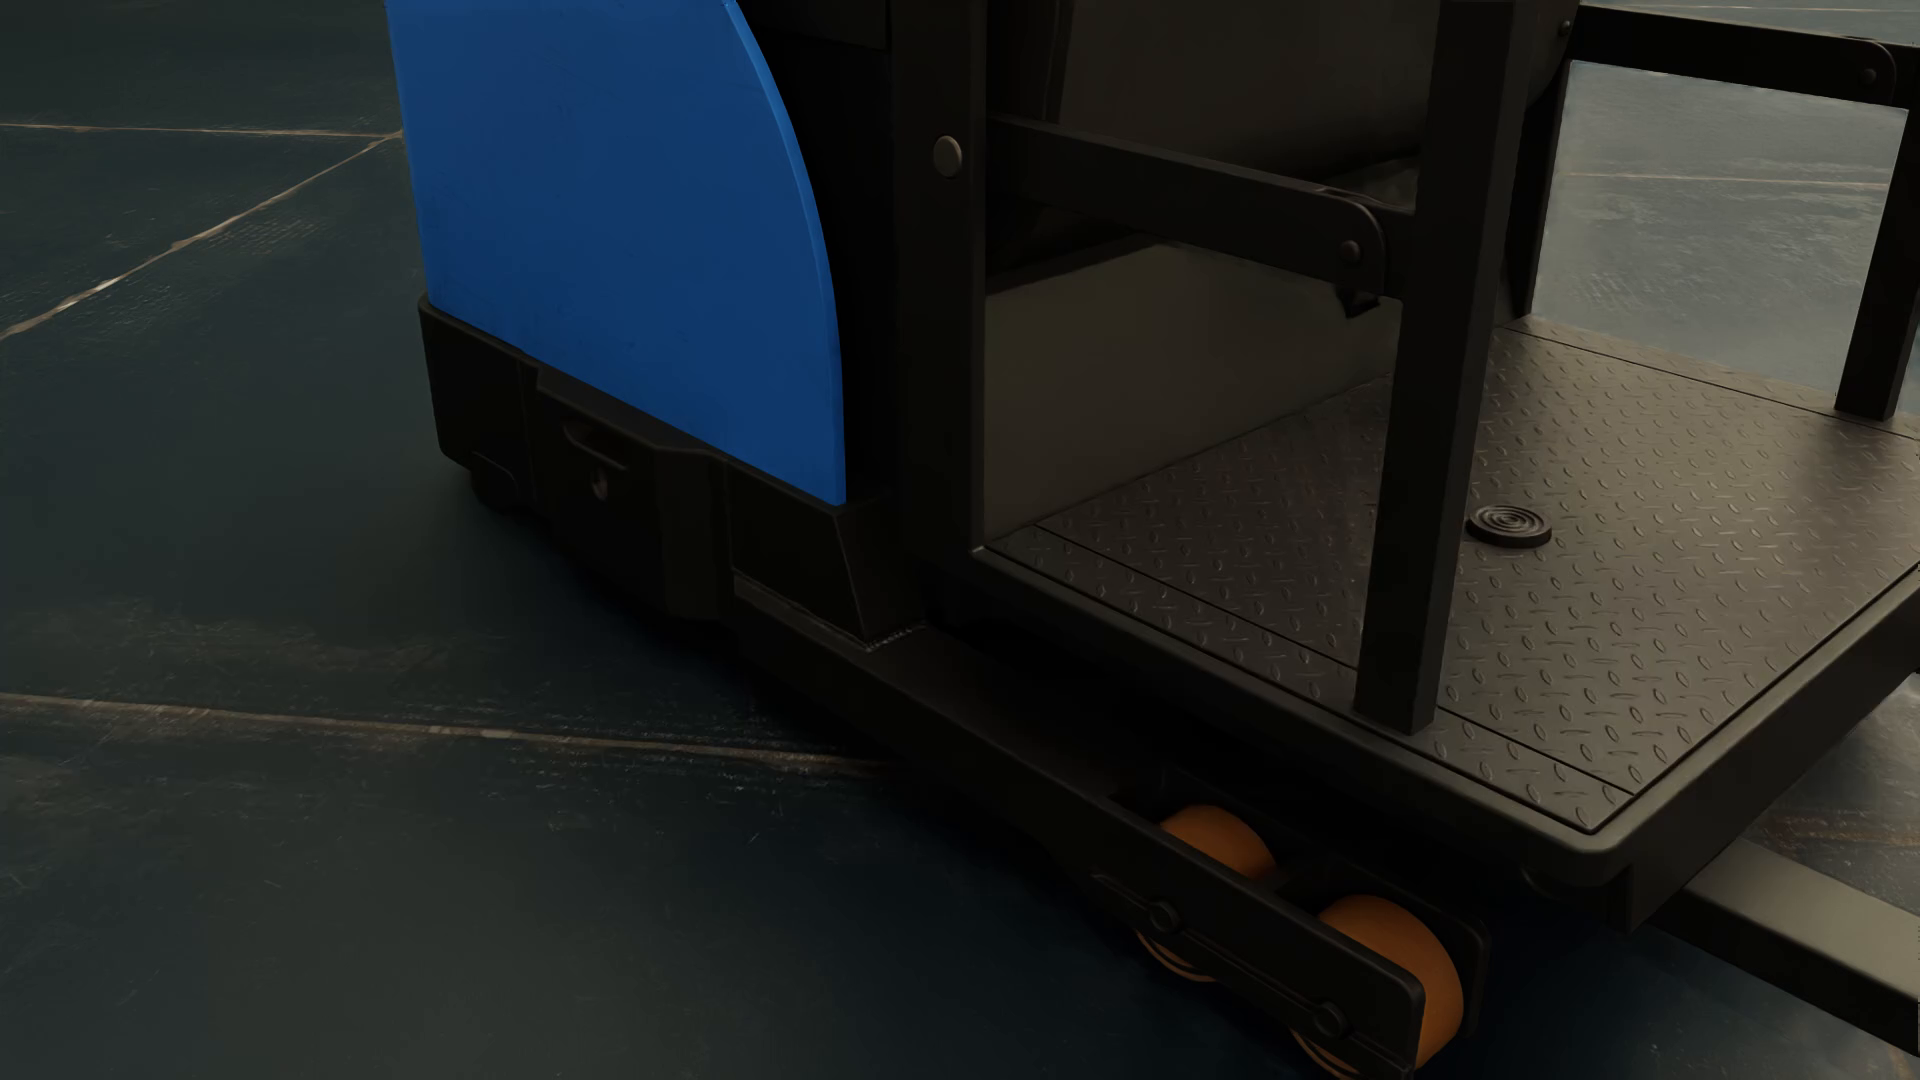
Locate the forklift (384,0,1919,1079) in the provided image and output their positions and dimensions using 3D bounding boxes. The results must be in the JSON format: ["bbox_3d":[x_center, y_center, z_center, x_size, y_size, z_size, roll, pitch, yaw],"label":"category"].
[{"bbox_3d":[0.542,-1.077,1.375,1.130,2.935,3.031,-23,34,-38],"label":"forklift"}]
